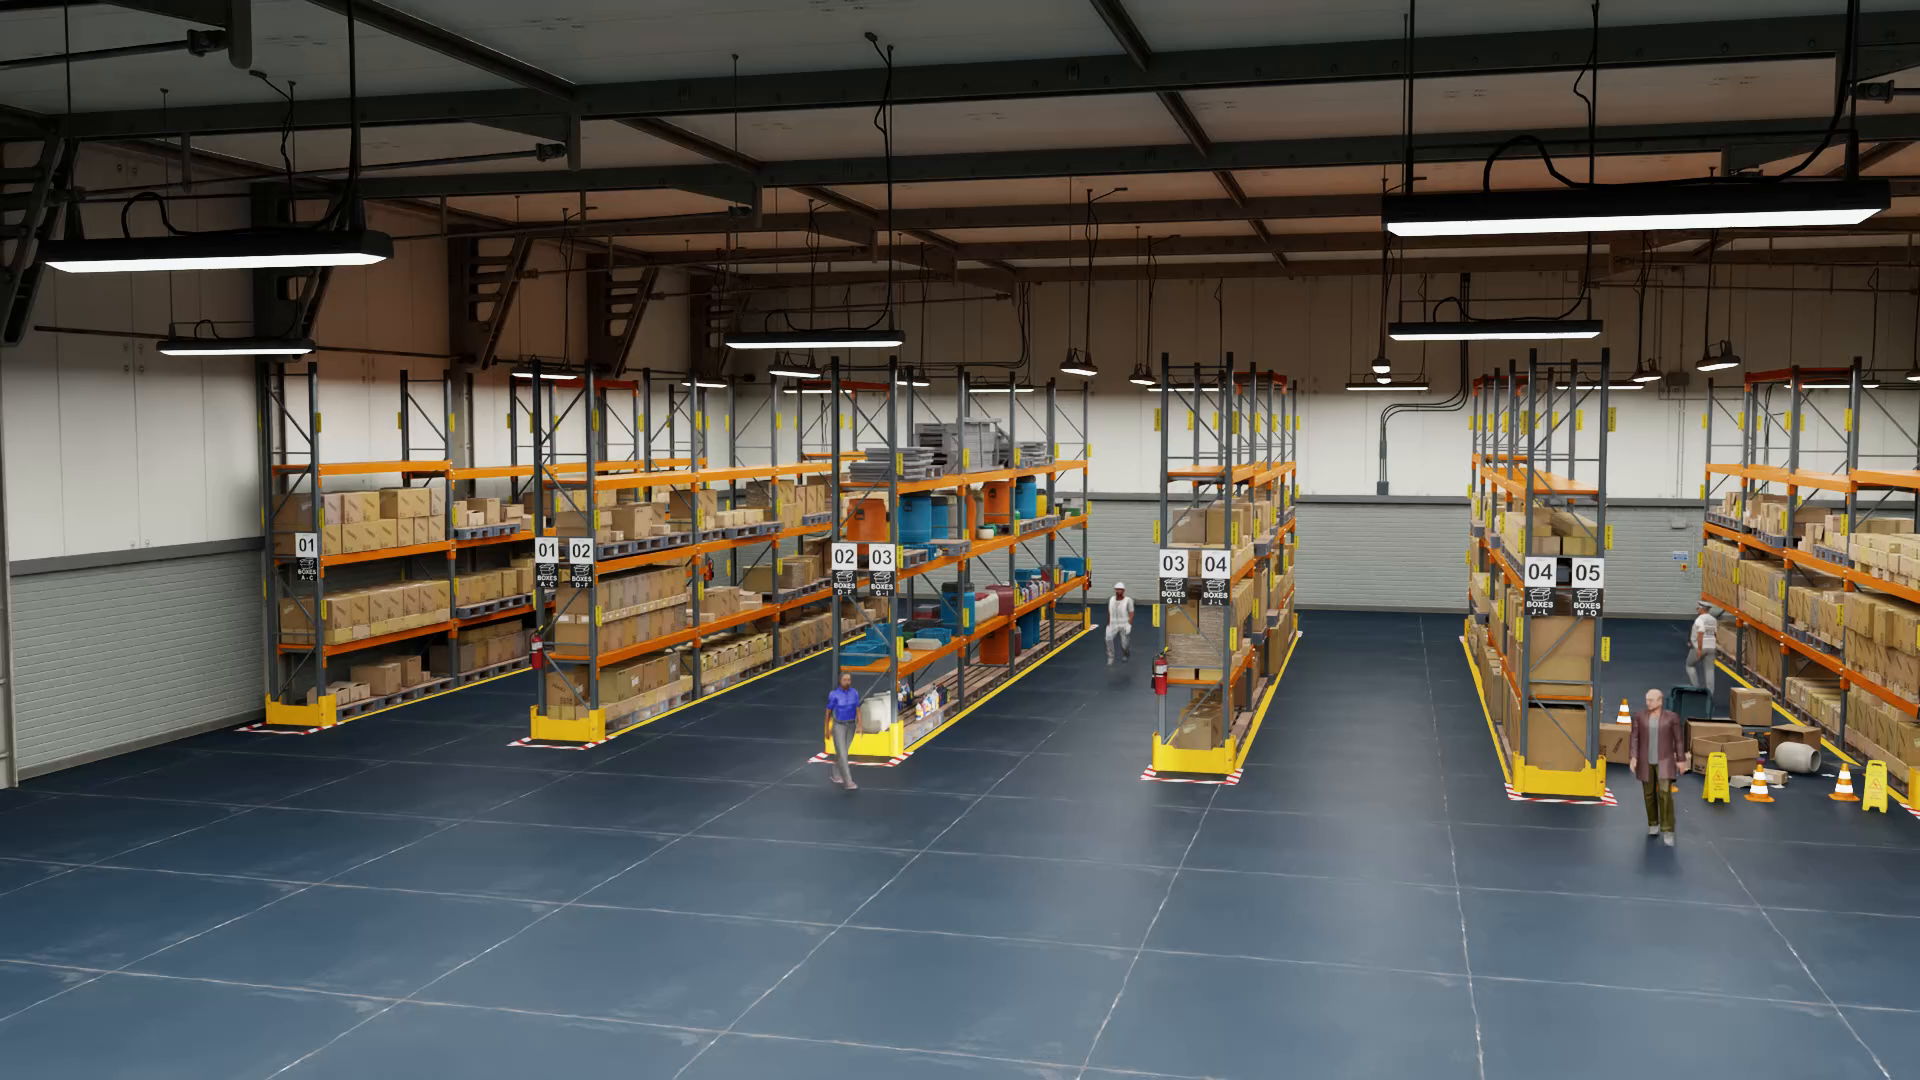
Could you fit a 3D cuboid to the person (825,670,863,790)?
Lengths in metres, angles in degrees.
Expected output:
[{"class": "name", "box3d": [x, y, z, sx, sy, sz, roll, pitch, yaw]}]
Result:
[{"class": "person", "box3d": [-1.555, 2.580, 22.705, 0.484, 1.601, 1.010, -3, 5, -38]}]

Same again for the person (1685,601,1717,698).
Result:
[{"class": "person", "box3d": [13.554, 2.001, 30.237, 0.538, 1.763, 0.575, 0, 4, -6]}]

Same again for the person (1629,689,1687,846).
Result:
[{"class": "person", "box3d": [8.383, 2.710, 20.073, 0.661, 1.794, 0.705, 3, 5, 39]}]

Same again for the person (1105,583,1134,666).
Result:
[{"class": "person", "box3d": [3.113, 1.636, 32.538, 0.594, 1.602, 1.076, 1, 4, 17]}]
